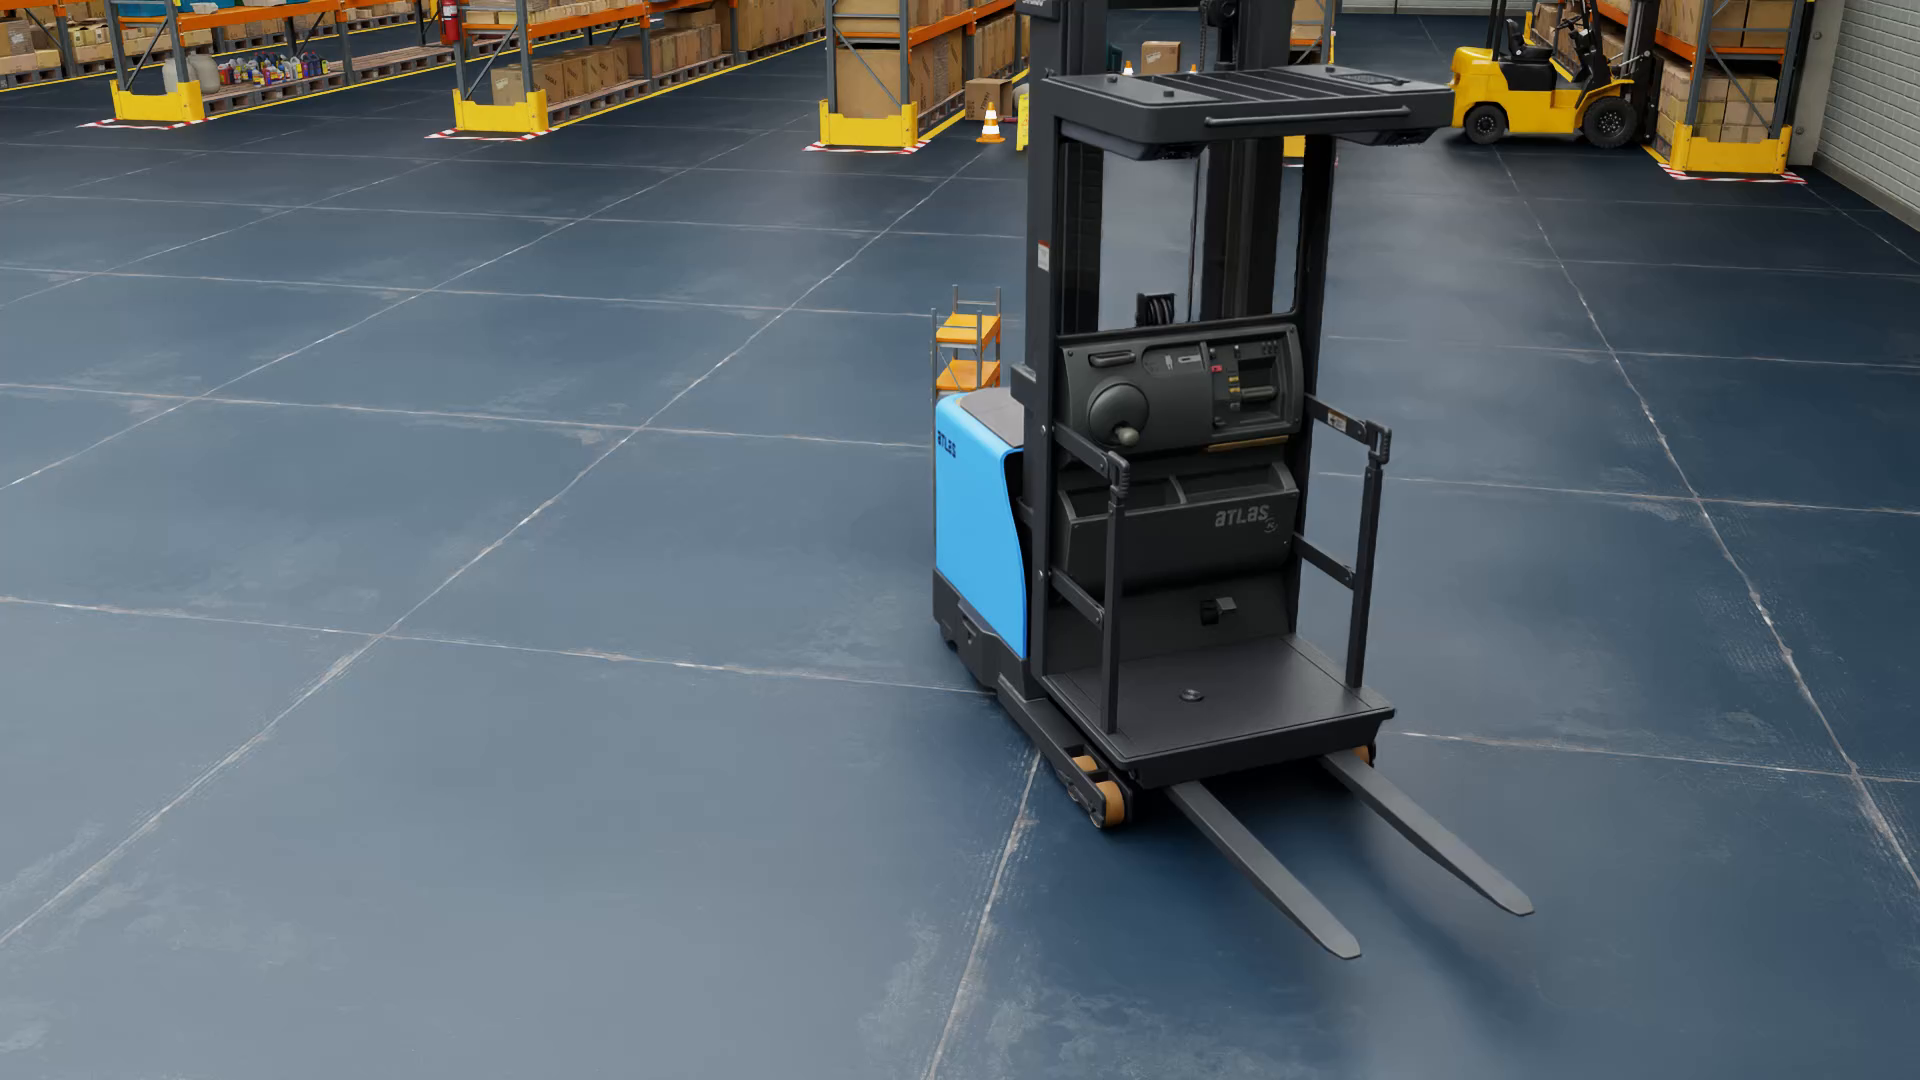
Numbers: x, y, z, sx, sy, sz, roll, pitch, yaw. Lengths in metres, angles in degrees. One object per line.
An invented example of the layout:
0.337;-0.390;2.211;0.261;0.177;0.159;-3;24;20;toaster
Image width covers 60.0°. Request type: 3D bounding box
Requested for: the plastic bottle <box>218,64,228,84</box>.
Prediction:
-10.774;-6.807;24.298;0.152;0.276;0.135;5;22;11;plastic bottle

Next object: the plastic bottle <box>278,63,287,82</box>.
-9.991;-6.886;24.498;0.097;0.271;0.097;0;22;0;plastic bottle

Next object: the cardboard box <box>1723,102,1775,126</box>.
8.912;-4.869;18.877;0.500;0.250;0.500;5;22;12;cardboard box

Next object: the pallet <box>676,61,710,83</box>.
-4.728;-7.596;26.931;1.003;0.211;1.213;4;22;11;pallet

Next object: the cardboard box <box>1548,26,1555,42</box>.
10.960;-9.234;30.363;0.396;0.266;0.258;5;23;13;cardboard box

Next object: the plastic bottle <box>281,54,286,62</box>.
-10.476;-7.390;25.751;0.097;0.271;0.097;0;22;0;plastic bottle

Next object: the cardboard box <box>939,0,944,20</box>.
-0.687;-7.083;21.724;0.875;0.550;0.500;4;22;11;cardboard box

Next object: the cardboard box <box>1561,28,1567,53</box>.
10.643;-8.630;28.551;0.500;0.500;0.500;4;22;10;cardboard box

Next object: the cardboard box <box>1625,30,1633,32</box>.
10.657;-7.991;26.094;0.380;0.149;0.250;6;23;14;cardboard box

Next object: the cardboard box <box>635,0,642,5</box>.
-4.889;-7.939;24.388;0.380;0.149;0.250;4;22;11;cardboard box

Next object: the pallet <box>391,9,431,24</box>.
-12.558;-11.689;37.095;1.003;0.211;1.213;4;22;11;pallet

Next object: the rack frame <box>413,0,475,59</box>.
-9.165;-9.997;29.162;1.000;3.000;0.127;4;22;11;rack frame

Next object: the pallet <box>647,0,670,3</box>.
-4.834;-8.336;25.294;1.003;0.211;1.213;4;22;11;pallet

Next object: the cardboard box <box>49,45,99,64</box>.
-14.505;-7.961;27.225;0.500;0.250;0.500;4;22;10;cardboard box

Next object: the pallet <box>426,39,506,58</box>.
-9.045;-8.995;30.407;1.003;0.211;1.213;4;22;11;pallet

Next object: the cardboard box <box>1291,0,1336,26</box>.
4.121;-6.275;19.387;0.500;0.500;0.500;4;22;10;cardboard box

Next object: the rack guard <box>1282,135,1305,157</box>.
3.768;-4.807;19.620;1.175;0.500;0.348;4;22;11;rack guard

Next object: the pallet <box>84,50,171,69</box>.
-14.471;-8.340;28.779;1.003;0.211;1.213;4;22;11;pallet

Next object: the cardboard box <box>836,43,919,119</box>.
-1.040;-5.741;20.876;0.875;0.875;0.875;5;22;11;cardboard box

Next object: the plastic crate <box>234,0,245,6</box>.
-10.535;-7.961;24.390;0.450;0.188;0.662;4;22;11;plastic crate

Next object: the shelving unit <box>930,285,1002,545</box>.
0.034;-0.617;8.280;0.258;1.200;0.503;4;22;11;shelving unit

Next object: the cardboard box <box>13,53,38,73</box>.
-14.822;-7.465;25.991;0.500;0.250;0.500;4;22;11;cardboard box

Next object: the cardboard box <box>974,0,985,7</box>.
0.073;-7.960;23.969;0.500;0.500;0.500;5;22;12;cardboard box

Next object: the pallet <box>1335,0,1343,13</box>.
4.867;-7.581;23.419;1.003;0.211;1.213;4;22;11;pallet

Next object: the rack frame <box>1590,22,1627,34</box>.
10.245;-8.487;25.412;1.000;3.000;0.127;4;22;11;rack frame

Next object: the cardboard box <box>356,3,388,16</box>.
-12.819;-11.573;35.826;0.797;0.503;0.637;4;22;11;cardboard box

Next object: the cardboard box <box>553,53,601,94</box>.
-5.413;-6.606;23.525;0.500;0.500;0.500;2;22;6;cardboard box

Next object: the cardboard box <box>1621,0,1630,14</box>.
9.373;-7.343;22.773;0.500;0.250;0.500;4;22;11;cardboard box

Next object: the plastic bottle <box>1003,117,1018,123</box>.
0.728;-5.612;22.206;0.283;0.061;0.133;-3;22;-8;plastic bottle

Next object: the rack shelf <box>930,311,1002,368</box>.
0.034;-0.982;8.133;0.258;0.148;0.480;4;22;11;rack shelf

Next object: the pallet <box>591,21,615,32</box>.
-7.990;-10.886;35.101;1.003;0.211;1.213;4;22;11;pallet

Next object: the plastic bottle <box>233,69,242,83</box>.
-10.620;-6.821;24.432;0.097;0.201;0.097;0;22;0;plastic bottle

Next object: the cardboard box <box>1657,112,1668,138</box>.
8.510;-4.858;19.519;0.500;0.250;0.500;4;22;11;cardboard box

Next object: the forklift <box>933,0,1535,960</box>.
0.879;-0.523;5.729;1.130;2.935;3.031;-8;23;-19;forklift

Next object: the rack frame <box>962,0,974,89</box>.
-0.298;-7.742;23.561;1.000;3.000;0.127;4;22;11;rack frame

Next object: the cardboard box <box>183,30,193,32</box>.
-13.979;-9.155;29.438;0.500;0.311;0.500;4;22;10;cardboard box

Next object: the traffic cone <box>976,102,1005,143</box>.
0.385;-5.188;20.617;0.336;0.463;0.334;4;22;11;traffic cone

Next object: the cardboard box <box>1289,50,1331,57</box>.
4.506;-6.059;21.498;0.500;0.500;0.500;6;23;14;cardboard box

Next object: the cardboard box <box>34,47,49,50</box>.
-15.029;-8.007;27.337;0.500;0.250;0.500;4;22;10;cardboard box

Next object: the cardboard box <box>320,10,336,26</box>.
-13.018;-10.682;33.618;0.500;0.500;0.500;4;22;11;cardboard box

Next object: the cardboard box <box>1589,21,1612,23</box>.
10.318;-8.312;26.892;0.380;0.149;0.250;5;22;12;cardboard box

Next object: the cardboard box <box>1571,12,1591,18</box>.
10.706;-8.974;28.535;0.380;0.149;0.250;3;22;8;cardboard box

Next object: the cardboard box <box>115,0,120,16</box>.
-17.795;-11.517;35.718;0.700;0.500;0.500;5;22;12;cardboard box

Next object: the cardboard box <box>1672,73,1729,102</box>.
8.401;-5.137;18.873;0.500;0.250;0.500;5;23;13;cardboard box

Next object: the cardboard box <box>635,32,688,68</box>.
-4.757;-7.802;26.468;0.700;0.500;0.500;3;22;6;cardboard box

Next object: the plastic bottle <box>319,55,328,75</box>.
-9.757;-7.278;25.455;0.061;0.283;0.133;6;23;14;plastic bottle

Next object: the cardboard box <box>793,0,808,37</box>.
-3.611;-10.056;31.590;1.225;0.875;0.875;5;22;11;cardboard box

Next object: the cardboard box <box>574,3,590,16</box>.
-5.256;-7.205;22.564;0.380;0.149;0.250;4;22;11;cardboard box

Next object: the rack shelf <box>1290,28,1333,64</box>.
4.161;-6.336;21.035;1.077;0.370;4.000;4;22;11;rack shelf
